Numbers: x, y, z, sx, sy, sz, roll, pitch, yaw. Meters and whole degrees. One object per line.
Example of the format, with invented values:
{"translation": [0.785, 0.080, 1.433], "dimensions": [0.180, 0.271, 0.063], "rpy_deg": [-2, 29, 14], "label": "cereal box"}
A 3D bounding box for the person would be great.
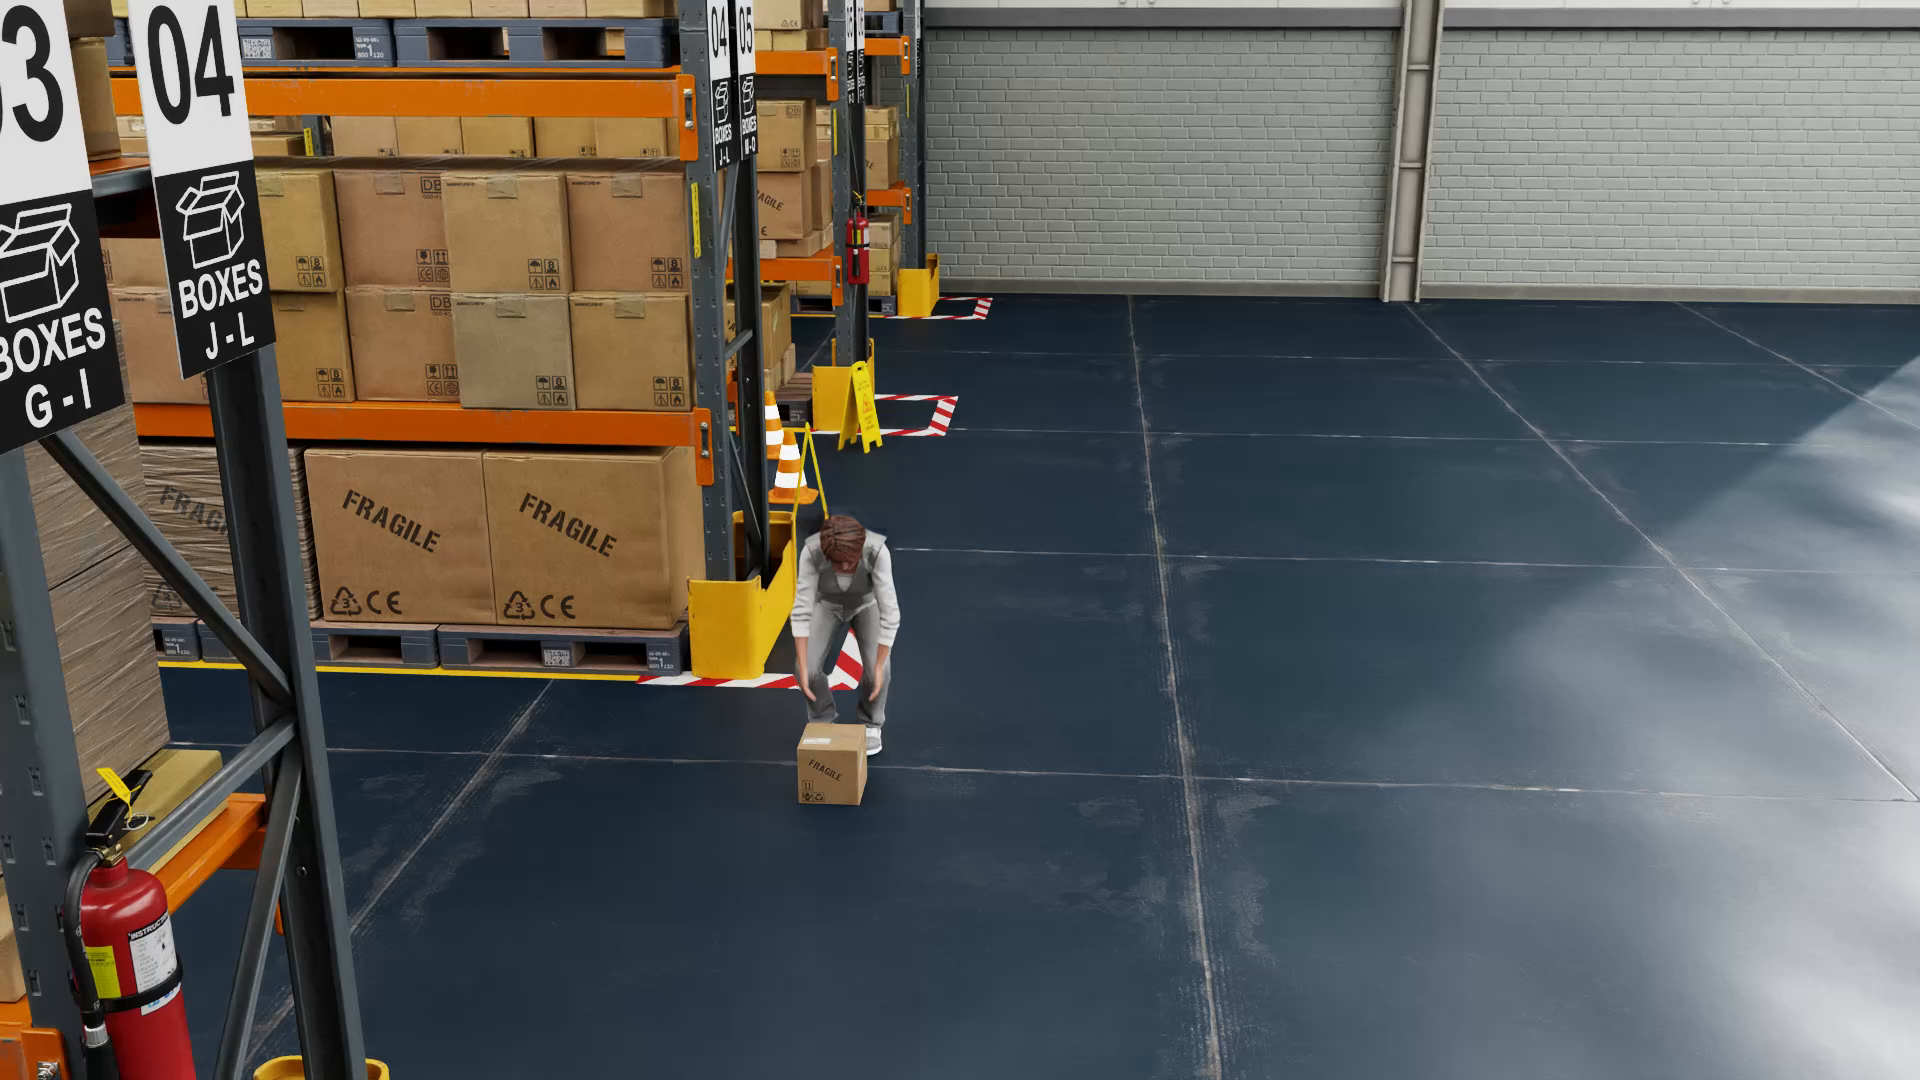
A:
{"translation": [-0.473, 0.375, 7.126], "dimensions": [0.464, 1.158, 0.725], "rpy_deg": [1, 18, 4], "label": "person"}
